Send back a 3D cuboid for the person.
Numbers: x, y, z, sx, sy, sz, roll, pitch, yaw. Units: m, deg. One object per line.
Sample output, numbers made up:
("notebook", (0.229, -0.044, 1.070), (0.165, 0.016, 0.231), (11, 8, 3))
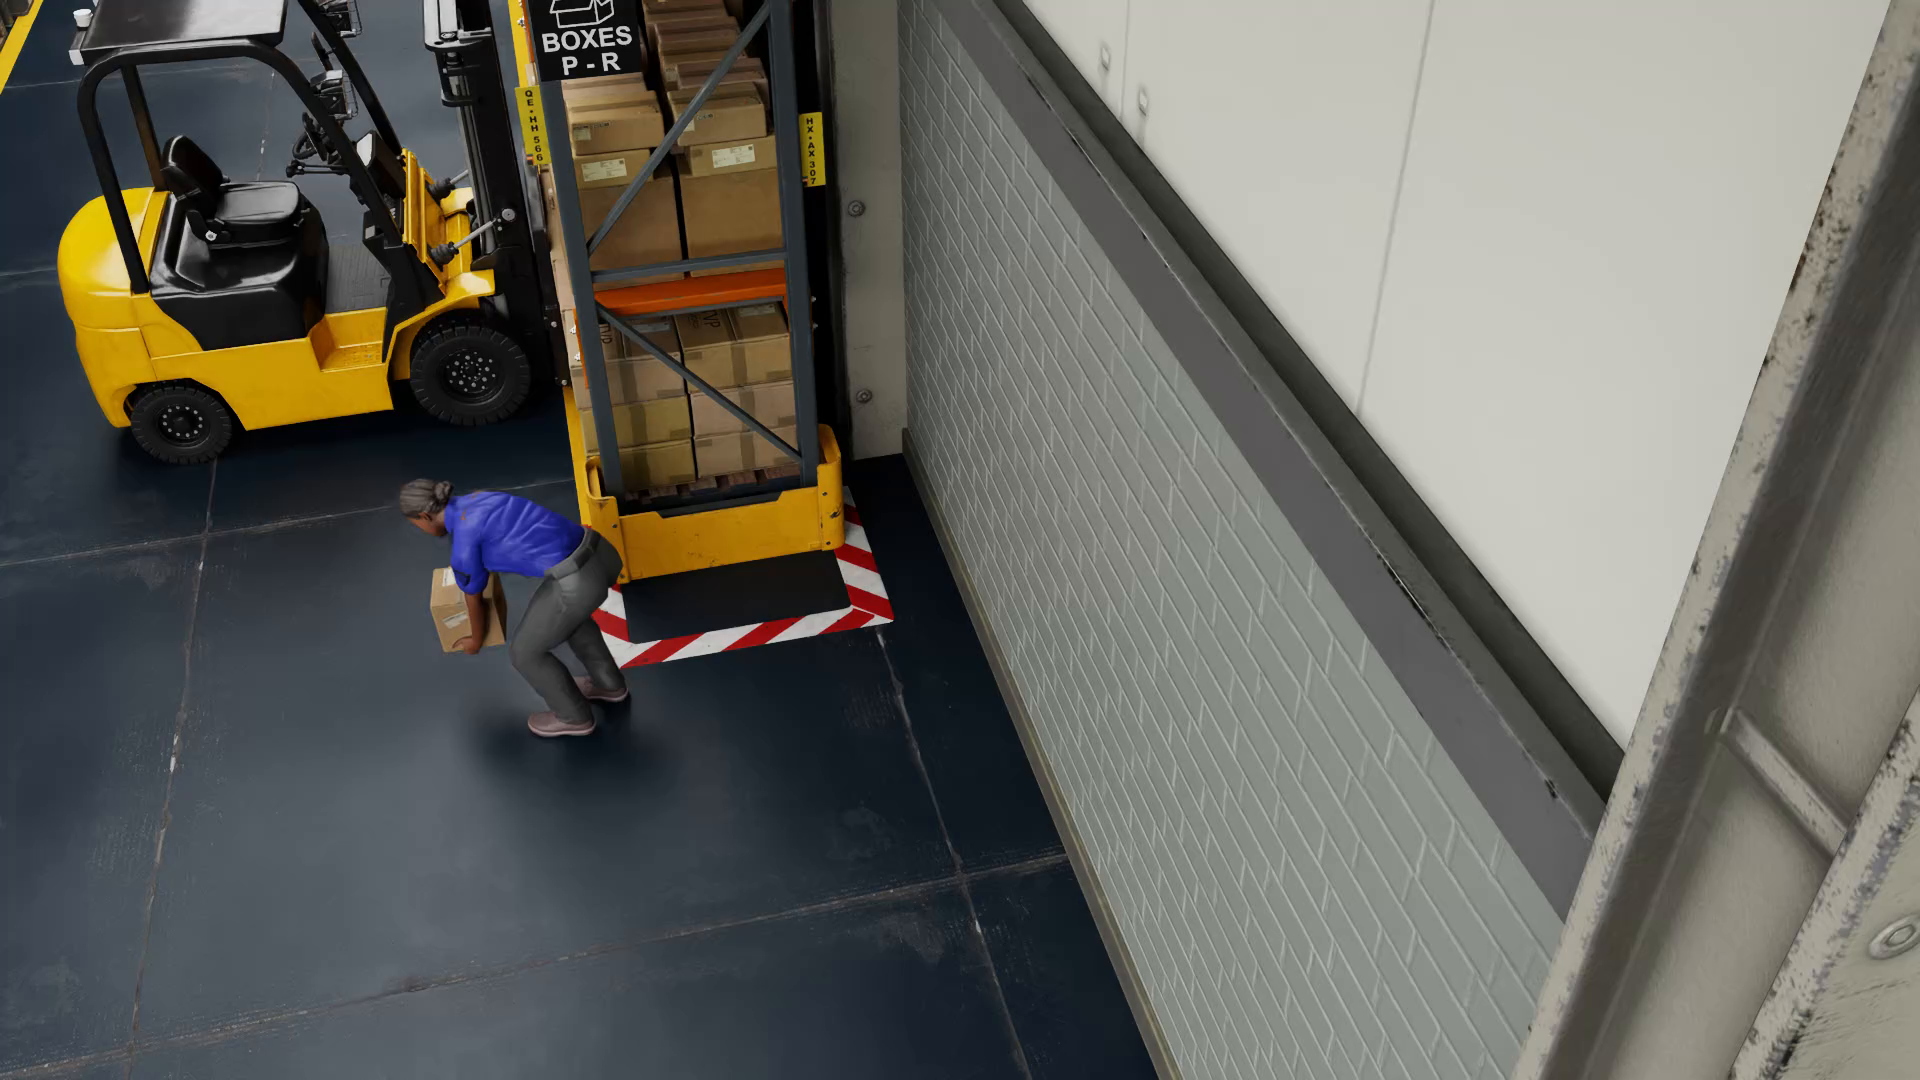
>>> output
("person", (-1.783, 0.264, 6.786), (0.839, 1.165, 0.428), (6, 39, 8))
